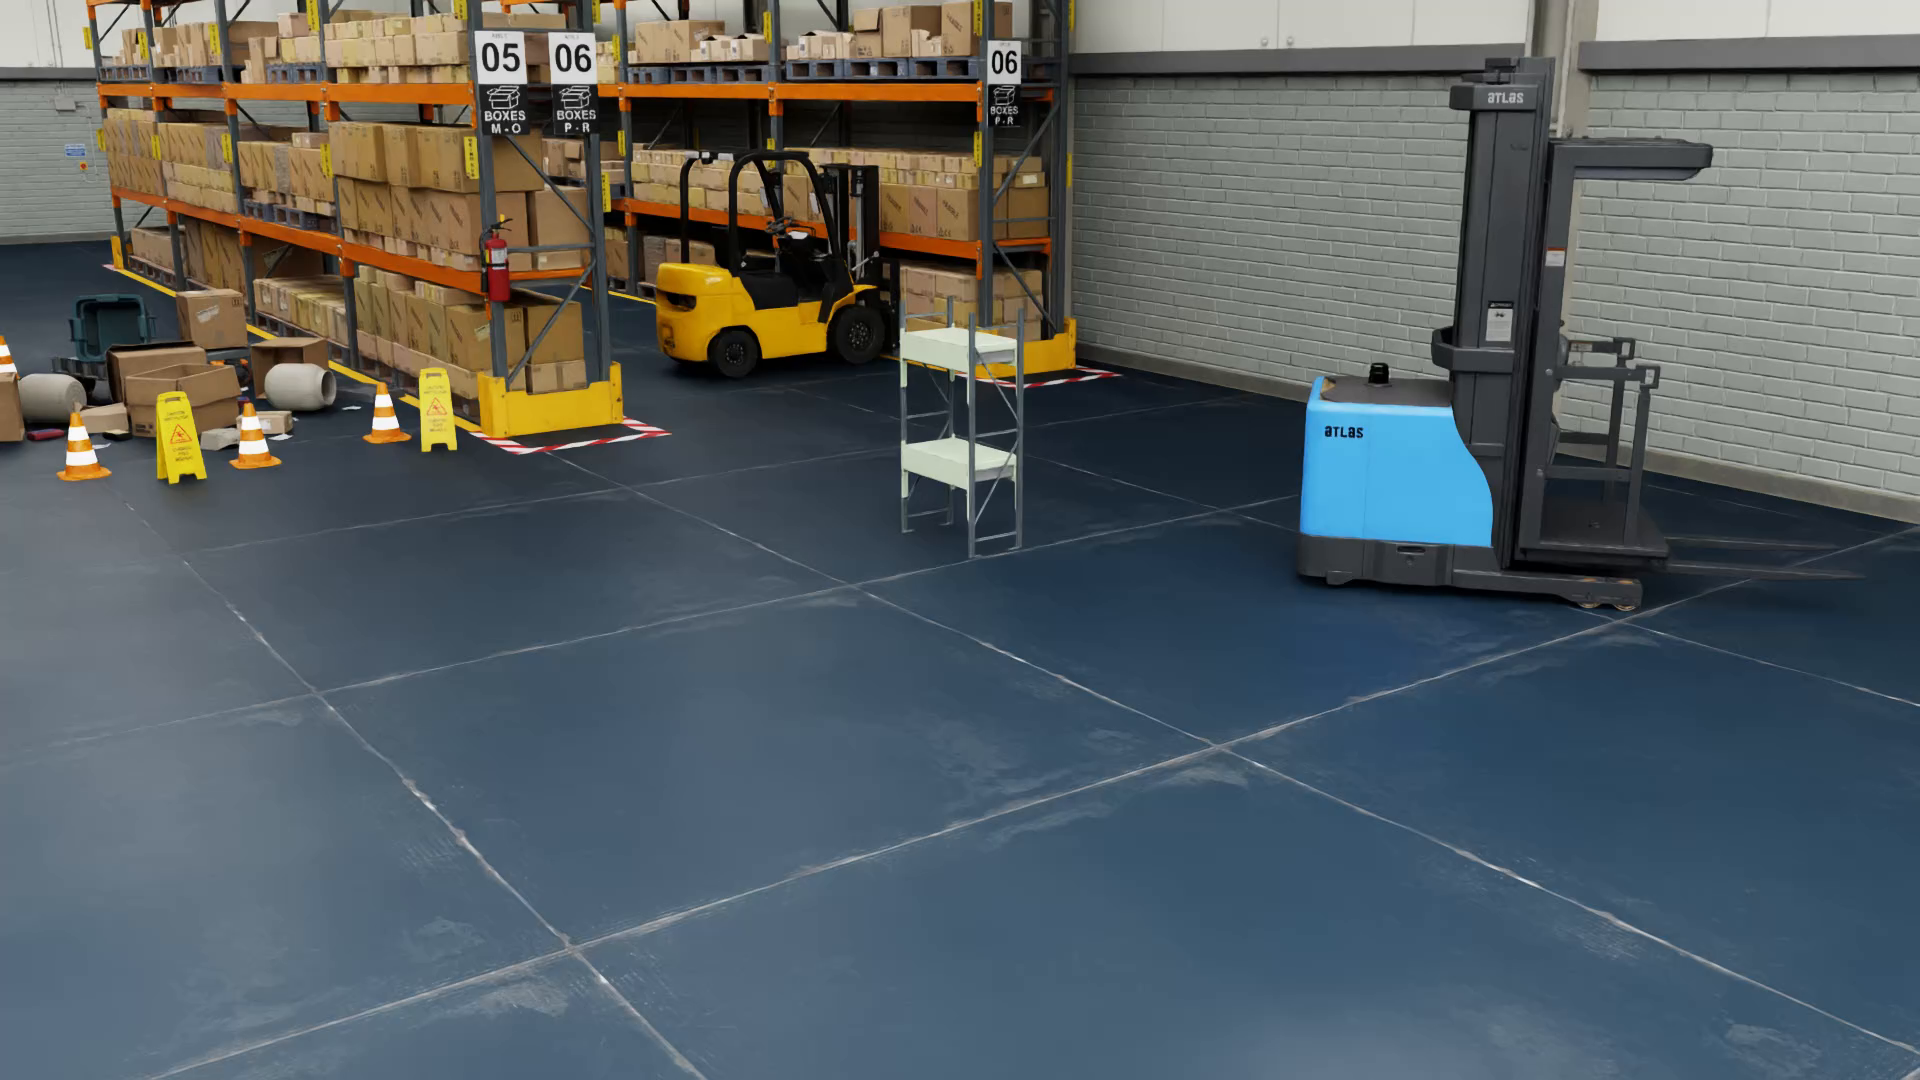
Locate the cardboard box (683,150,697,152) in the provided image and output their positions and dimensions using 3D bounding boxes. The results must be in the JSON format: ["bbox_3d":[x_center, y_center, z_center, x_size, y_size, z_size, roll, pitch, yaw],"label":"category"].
[{"bbox_3d":[-3.484,-5.150,22.293,0.380,0.149,0.250,-10,18,-33],"label":"cardboard box"}]

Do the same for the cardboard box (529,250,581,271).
[{"bbox_3d":[-3.424,-2.370,14.027,0.380,0.149,0.250,-11,19,-34],"label":"cardboard box"}]

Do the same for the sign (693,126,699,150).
[{"bbox_3d":[-3.636,-5.511,22.836,0.100,0.325,0.005,-11,19,-35],"label":"sign"}]

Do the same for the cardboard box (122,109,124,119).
[{"bbox_3d":[-12.064,-6.248,24.409,0.380,0.149,0.250,-11,19,-34],"label":"cardboard box"}]

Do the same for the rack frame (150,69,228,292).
[{"bbox_3d":[-10.447,-4.948,22.974,1.000,3.000,0.127,-11,19,-35],"label":"rack frame"}]

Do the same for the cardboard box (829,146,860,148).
[{"bbox_3d":[-1.299,-4.495,19.335,0.380,0.149,0.250,-11,19,-34],"label":"cardboard box"}]

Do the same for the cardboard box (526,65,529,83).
[{"bbox_3d":[-3.551,-3.875,13.846,0.380,0.149,0.250,-12,19,-36],"label":"cardboard box"}]

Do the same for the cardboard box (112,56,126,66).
[{"bbox_3d":[-12.346,-7.111,24.684,0.380,0.149,0.250,-10,18,-33],"label":"cardboard box"}]

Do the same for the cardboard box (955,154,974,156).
[{"bbox_3d":[0.170,-3.937,17.298,0.380,0.149,0.250,-11,19,-34],"label":"cardboard box"}]

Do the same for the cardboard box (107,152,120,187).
[{"bbox_3d":[-12.749,-5.704,25.544,0.500,0.500,0.500,-11,19,-35],"label":"cardboard box"}]

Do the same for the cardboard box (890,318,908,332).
[{"bbox_3d":[-0.482,-2.301,17.713,0.500,0.250,0.500,-11,19,-34],"label":"cardboard box"}]

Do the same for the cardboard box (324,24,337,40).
[{"bbox_3d":[-5.823,-4.832,15.834,0.380,0.149,0.250,-11,19,-36],"label":"cardboard box"}]

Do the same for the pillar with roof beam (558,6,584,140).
[{"bbox_3d":[-9.597,-8.234,23.613,9.100,9.000,0.400,-11,19,-35],"label":"pillar with roof beam"}]

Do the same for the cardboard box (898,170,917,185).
[{"bbox_3d":[-0.419,-3.768,17.244,0.380,0.149,0.250,-12,19,-36],"label":"cardboard box"}]

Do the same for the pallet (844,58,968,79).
[{"bbox_3d":[-0.495,-4.977,17.564,1.003,0.211,1.213,-11,19,-35],"label":"pallet"}]

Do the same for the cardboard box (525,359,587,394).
[{"bbox_3d":[-3.642,-1.478,14.706,0.500,0.250,0.500,-11,19,-35],"label":"cardboard box"}]

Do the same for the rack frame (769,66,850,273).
[{"bbox_3d":[-1.731,-4.011,19.550,1.000,3.000,0.127,-11,19,-35],"label":"rack frame"}]

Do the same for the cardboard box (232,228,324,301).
[{"bbox_3d":[-8.435,-3.432,20.664,0.875,0.875,0.875,-11,19,-35],"label":"cardboard box"}]

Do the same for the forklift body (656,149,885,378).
[{"bbox_3d":[-1.970,-2.870,16.987,2.313,2.155,1.214,-11,19,-35],"label":"forklift body"}]

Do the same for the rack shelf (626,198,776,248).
[{"bbox_3d":[-2.907,-4.092,21.206,1.077,0.370,4.000,-11,19,-35],"label":"rack shelf"}]

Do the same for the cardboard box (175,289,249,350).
[{"bbox_3d":[-7.166,-2.117,15.930,0.500,0.500,0.500,-11,19,-35],"label":"cardboard box"}]

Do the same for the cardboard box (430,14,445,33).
[{"bbox_3d":[-4.115,-4.235,13.652,0.380,0.149,0.250,-11,19,-35],"label":"cardboard box"}]

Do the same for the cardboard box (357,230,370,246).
[{"bbox_3d":[-5.627,-2.956,16.170,0.380,0.149,0.250,-10,18,-33],"label":"cardboard box"}]

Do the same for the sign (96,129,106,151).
[{"bbox_3d":[-13.252,-6.173,25.660,0.100,0.325,0.005,-11,19,-35],"label":"sign"}]

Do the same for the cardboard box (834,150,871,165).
[{"bbox_3d":[-1.157,-4.185,18.202,0.380,0.149,0.250,-11,19,-35],"label":"cardboard box"}]

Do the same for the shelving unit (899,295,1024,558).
[{"bbox_3d":[0.004,-0.722,10.373,0.431,1.500,0.755,-11,19,-35],"label":"shelving unit"}]

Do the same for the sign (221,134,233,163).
[{"bbox_3d":[-8.543,-4.566,19.383,0.100,0.325,0.005,-11,19,-35],"label":"sign"}]

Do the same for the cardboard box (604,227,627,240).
[{"bbox_3d":[-4.764,-4.295,23.297,0.380,0.149,0.250,-12,19,-37],"label":"cardboard box"}]

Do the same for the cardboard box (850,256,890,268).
[{"bbox_3d":[-1.106,-3.003,18.384,0.500,0.250,0.500,-10,18,-33],"label":"cardboard box"}]

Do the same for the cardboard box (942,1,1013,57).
[{"bbox_3d":[0.164,-4.960,16.159,0.500,0.500,0.500,-10,18,-33],"label":"cardboard box"}]

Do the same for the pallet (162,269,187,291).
[{"bbox_3d":[-10.831,-3.778,23.980,1.003,0.211,1.213,-11,19,-35],"label":"pallet"}]

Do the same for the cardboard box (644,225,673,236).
[{"bbox_3d":[-4.272,-4.396,23.666,0.380,0.149,0.250,-10,18,-33],"label":"cardboard box"}]

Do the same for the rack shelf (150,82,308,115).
[{"bbox_3d":[-9.272,-5.621,21.113,1.077,0.370,4.000,-11,19,-35],"label":"rack shelf"}]

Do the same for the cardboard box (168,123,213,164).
[{"bbox_3d":[-10.100,-5.236,21.941,0.500,0.500,0.500,-11,19,-35],"label":"cardboard box"}]

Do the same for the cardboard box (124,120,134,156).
[{"bbox_3d":[-11.835,-5.862,24.229,0.500,0.500,0.500,-11,19,-34],"label":"cardboard box"}]

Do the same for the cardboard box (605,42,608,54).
[{"bbox_3d":[-4.593,-6.676,22.569,0.380,0.149,0.250,-12,19,-36],"label":"cardboard box"}]

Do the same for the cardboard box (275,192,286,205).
[{"bbox_3d":[-7.442,-3.845,18.623,0.380,0.149,0.250,-10,18,-31],"label":"cardboard box"}]

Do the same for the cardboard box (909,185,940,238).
[{"bbox_3d":[-0.178,-3.382,17.062,0.500,0.500,0.500,-10,18,-33],"label":"cardboard box"}]

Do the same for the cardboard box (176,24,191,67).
[{"bbox_3d":[-9.366,-6.123,20.599,0.500,0.500,0.500,-11,19,-34],"label":"cardboard box"}]

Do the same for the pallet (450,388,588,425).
[{"bbox_3d":[-3.886,-1.236,14.693,1.003,0.211,1.213,-11,19,-35],"label":"pallet"}]

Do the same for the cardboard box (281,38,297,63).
[{"bbox_3d":[-6.797,-5.137,17.471,0.500,0.250,0.500,-11,19,-34],"label":"cardboard box"}]

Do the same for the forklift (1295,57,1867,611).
[{"bbox_3d":[3.519,-1.178,9.330,3.031,2.935,1.130,4,16,14],"label":"forklift"}]

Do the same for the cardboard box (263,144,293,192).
[{"bbox_3d":[-7.388,-4.134,18.450,0.500,0.500,0.500,-10,18,-34],"label":"cardboard box"}]

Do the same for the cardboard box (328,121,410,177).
[{"bbox_3d":[-5.660,-3.787,16.082,0.700,0.500,0.500,-11,19,-35],"label":"cardboard box"}]

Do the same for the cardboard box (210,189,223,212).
[{"bbox_3d":[-8.916,-4.196,20.510,0.500,0.250,0.500,-10,18,-34],"label":"cardboard box"}]

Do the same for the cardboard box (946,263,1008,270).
[{"bbox_3d":[0.195,-2.754,17.475,0.500,0.250,0.500,-11,19,-34],"label":"cardboard box"}]

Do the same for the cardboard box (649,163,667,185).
[{"bbox_3d":[-3.726,-4.795,21.749,0.500,0.250,0.500,-10,18,-33],"label":"cardboard box"}]

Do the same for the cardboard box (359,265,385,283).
[{"bbox_3d":[-5.590,-2.587,16.111,0.380,0.149,0.250,-11,19,-34],"label":"cardboard box"}]

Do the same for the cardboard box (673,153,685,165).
[{"bbox_3d":[-3.468,-4.902,21.387,0.380,0.149,0.250,-11,19,-34],"label":"cardboard box"}]

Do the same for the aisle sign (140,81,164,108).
[{"bbox_3d":[-12.591,-7.120,25.984,0.394,0.787,0.004,-11,19,-35],"label":"aisle sign"}]

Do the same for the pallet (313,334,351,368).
[{"bbox_3d":[-6.203,-2.061,17.707,1.003,0.211,1.213,-11,19,-35],"label":"pallet"}]

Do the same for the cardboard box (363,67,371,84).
[{"bbox_3d":[-5.300,-4.301,15.403,0.380,0.149,0.250,-10,18,-33],"label":"cardboard box"}]
